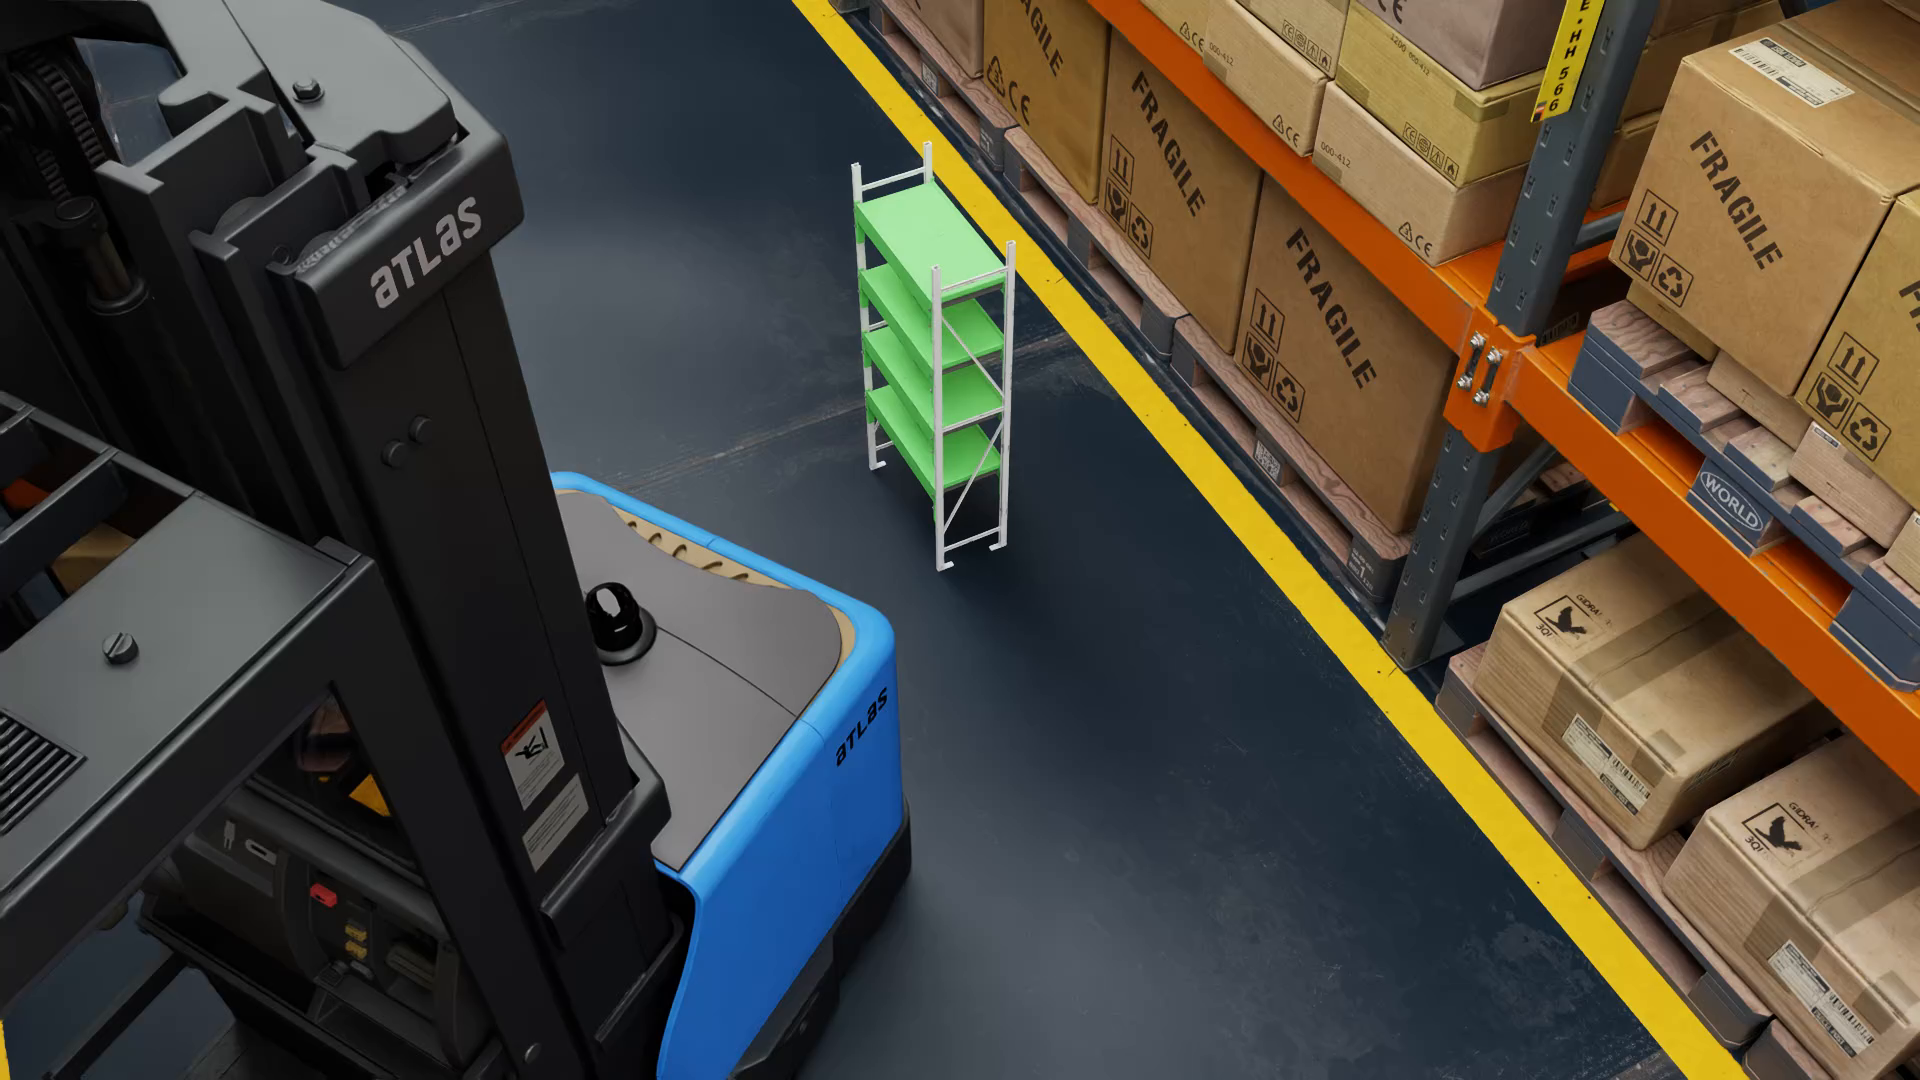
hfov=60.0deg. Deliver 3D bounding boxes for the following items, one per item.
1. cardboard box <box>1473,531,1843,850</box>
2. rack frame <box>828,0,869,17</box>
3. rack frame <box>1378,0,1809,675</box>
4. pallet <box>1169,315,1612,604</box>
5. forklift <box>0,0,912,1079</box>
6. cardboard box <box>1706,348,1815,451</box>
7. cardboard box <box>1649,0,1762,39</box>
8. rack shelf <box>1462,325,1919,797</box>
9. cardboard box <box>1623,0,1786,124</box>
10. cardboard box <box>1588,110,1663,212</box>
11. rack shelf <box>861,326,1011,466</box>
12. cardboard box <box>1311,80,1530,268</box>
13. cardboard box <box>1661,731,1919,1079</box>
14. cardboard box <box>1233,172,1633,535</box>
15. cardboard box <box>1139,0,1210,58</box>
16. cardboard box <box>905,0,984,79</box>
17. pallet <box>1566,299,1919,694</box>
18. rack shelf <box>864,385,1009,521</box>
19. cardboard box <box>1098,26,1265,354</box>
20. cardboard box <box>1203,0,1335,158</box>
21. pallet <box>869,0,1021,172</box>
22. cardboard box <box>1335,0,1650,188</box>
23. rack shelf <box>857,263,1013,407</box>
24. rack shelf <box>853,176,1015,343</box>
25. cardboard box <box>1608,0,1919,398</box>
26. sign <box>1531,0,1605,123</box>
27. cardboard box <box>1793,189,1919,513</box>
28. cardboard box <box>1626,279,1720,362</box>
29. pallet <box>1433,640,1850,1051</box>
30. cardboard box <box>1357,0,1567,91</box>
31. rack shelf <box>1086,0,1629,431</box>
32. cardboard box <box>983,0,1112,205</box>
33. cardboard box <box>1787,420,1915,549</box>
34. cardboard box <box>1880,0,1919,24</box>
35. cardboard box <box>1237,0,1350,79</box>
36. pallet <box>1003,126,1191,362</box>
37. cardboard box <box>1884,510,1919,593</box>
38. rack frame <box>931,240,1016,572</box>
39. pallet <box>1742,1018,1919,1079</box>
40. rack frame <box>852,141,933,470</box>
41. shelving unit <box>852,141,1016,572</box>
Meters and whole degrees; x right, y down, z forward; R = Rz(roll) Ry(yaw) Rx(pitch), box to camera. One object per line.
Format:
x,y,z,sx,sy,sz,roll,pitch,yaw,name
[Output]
1.975,0.303,4.459,0.950,0.372,0.625,-24,53,-20,cardboard box
-0.105,-3.482,6.303,1.000,3.000,0.127,-21,52,-18,rack frame
1.725,-0.805,3.961,1.000,3.000,0.127,-21,52,-18,rack frame
1.432,-0.441,5.495,1.003,0.211,1.213,-21,52,-18,pallet
-1.299,0.696,2.694,1.130,2.935,3.031,23,53,19,forklift
1.808,-0.378,3.476,0.380,0.149,0.250,-24,53,-20,cardboard box
1.717,-1.581,3.910,0.500,0.500,0.500,-23,53,-19,cardboard box
2.641,0.770,3.061,1.077,0.370,4.000,-21,52,-18,rack shelf
1.713,-1.344,4.201,0.500,0.250,0.500,-22,52,-18,cardboard box
1.725,-1.170,4.380,0.500,0.250,0.500,-22,52,-18,cardboard box
-0.076,-0.464,4.943,0.258,0.148,0.480,-21,52,-18,rack shelf
1.263,-1.005,4.236,0.500,0.250,0.500,-23,53,-19,cardboard box
2.320,0.795,4.029,0.950,0.372,0.625,-22,52,-18,cardboard box
1.483,-0.735,5.032,0.875,0.875,0.875,-22,52,-18,cardboard box
0.799,-1.684,4.829,0.500,0.250,0.500,-22,52,-18,cardboard box
0.250,-2.533,6.606,0.875,0.875,0.875,-20,52,-16,cardboard box
2.146,-0.302,3.648,1.213,0.211,1.003,-21,52,-18,pallet
-0.076,-0.306,5.124,0.258,0.148,0.480,-21,52,-18,rack shelf
1.079,-1.333,5.556,0.875,0.875,0.875,-21,52,-17,cardboard box
1.015,-1.341,4.530,0.500,0.250,0.500,-20,52,-17,cardboard box
0.315,-2.074,6.923,1.003,0.211,1.213,-21,52,-18,pallet
1.278,-1.157,4.037,0.500,0.250,0.500,-21,52,-18,cardboard box
-0.076,-0.622,4.763,0.258,0.148,0.480,-21,52,-18,rack shelf
-0.076,-0.780,4.582,0.258,0.148,0.480,-21,52,-18,rack shelf
1.726,-0.693,3.320,0.500,0.500,0.500,-23,53,-19,cardboard box
1.233,-0.993,3.356,0.100,0.325,0.005,-21,52,-18,sign
1.970,-0.347,3.018,0.500,0.500,0.500,-19,51,-16,cardboard box
1.709,-0.579,3.651,0.380,0.149,0.250,-24,53,-20,cardboard box
2.082,0.637,4.553,1.003,0.211,1.213,-21,52,-18,pallet
1.256,-1.423,3.771,0.500,0.500,0.500,-22,53,-18,cardboard box
0.810,-1.907,5.403,1.077,0.370,4.000,-21,52,-18,rack shelf
0.670,-1.932,6.079,0.875,0.875,0.875,-20,52,-16,cardboard box
1.893,-0.179,3.302,0.380,0.149,0.250,-24,53,-20,cardboard box
2.181,-0.866,3.471,0.500,0.500,0.500,-23,53,-19,cardboard box
1.040,-1.499,4.336,0.500,0.250,0.500,-22,53,-18,cardboard box
0.877,-1.256,6.208,1.003,0.211,1.213,-21,52,-18,pallet
2.000,0.012,3.135,0.380,0.149,0.250,-21,52,-17,cardboard box
0.036,-0.342,4.752,0.240,1.200,0.015,-21,52,-18,rack frame
2.636,1.452,3.840,1.003,0.211,1.213,-21,52,-18,pallet
-0.187,-0.669,5.038,0.240,1.200,0.015,-21,52,-18,rack frame
-0.076,-0.506,4.895,0.258,1.200,0.503,-21,52,-18,shelving unit
